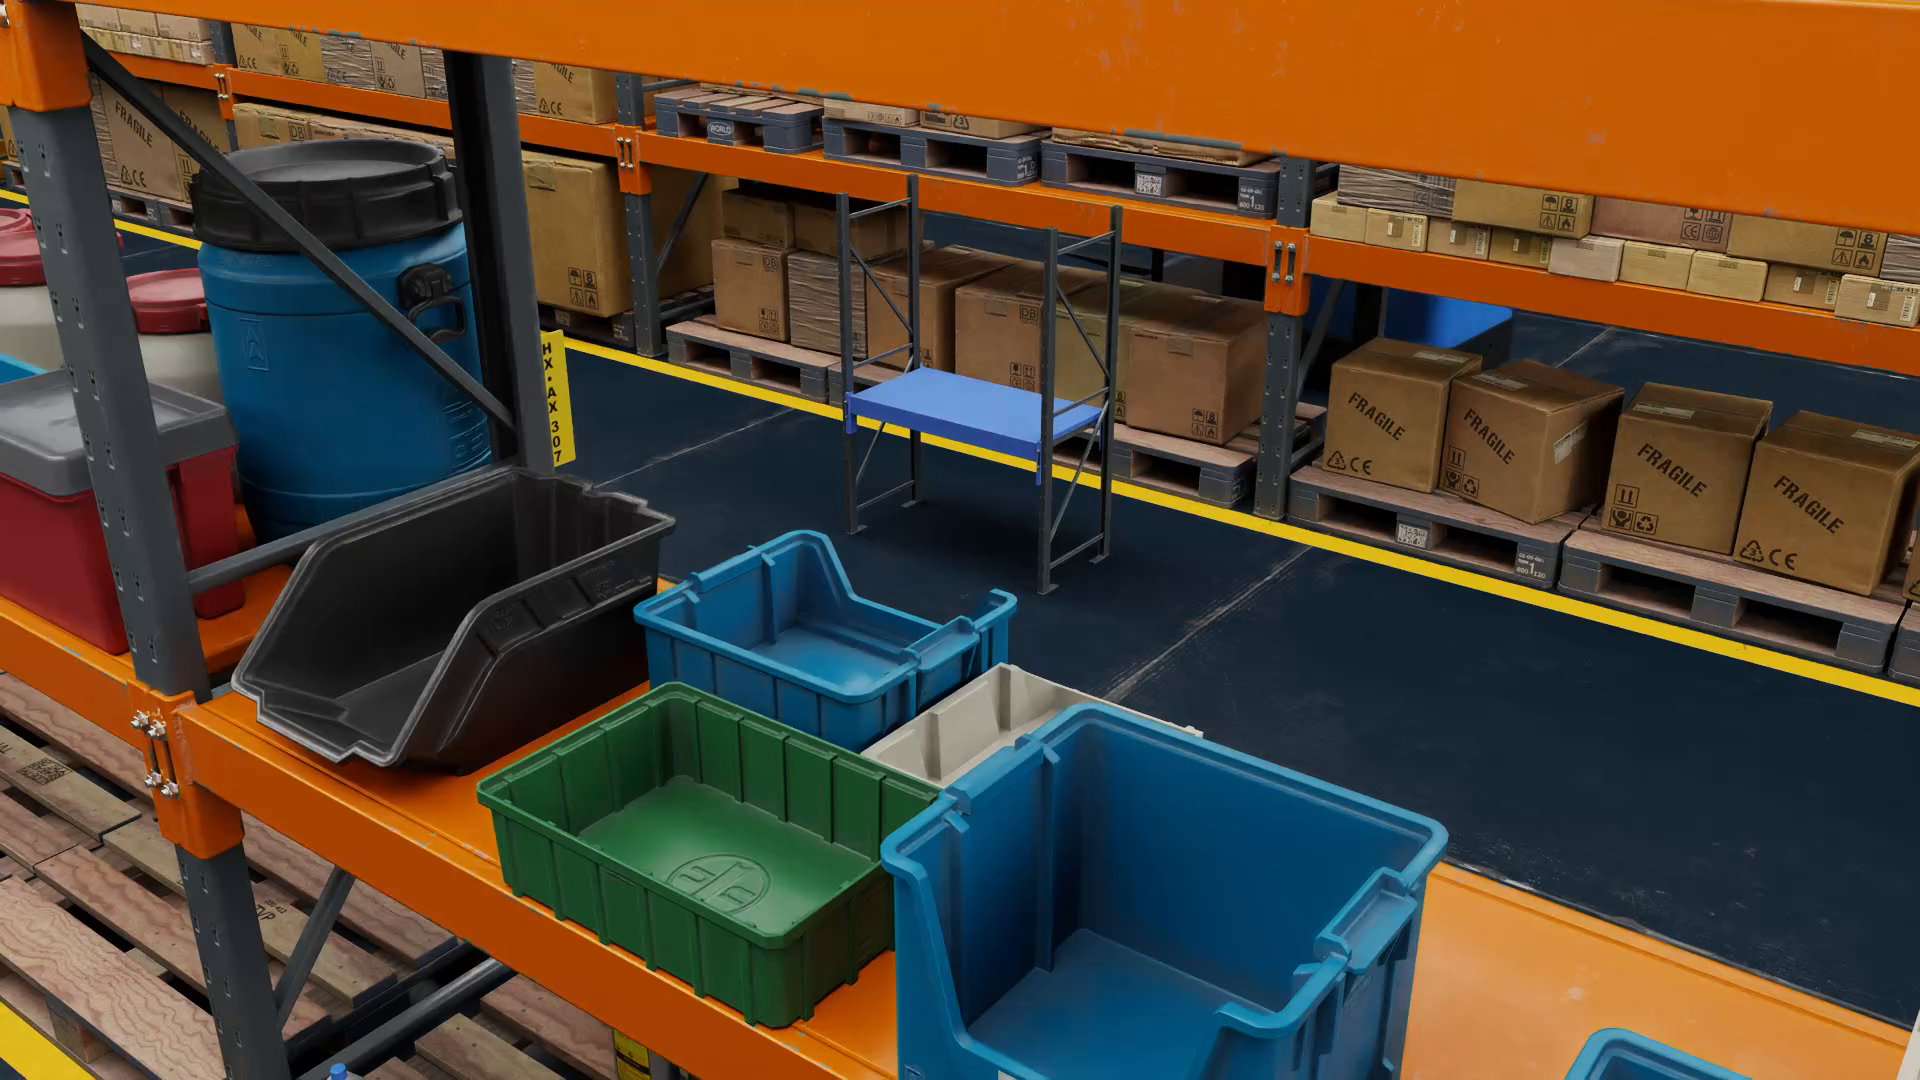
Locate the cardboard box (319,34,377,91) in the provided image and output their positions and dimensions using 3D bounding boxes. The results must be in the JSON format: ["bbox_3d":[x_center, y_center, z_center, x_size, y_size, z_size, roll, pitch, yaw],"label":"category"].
[{"bbox_3d":[-3.713,-3.172,10.605,0.500,0.500,0.500,16,28,32],"label":"cardboard box"}]

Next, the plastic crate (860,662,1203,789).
[{"bbox_3d":[0.148,0.403,2.941,0.437,0.136,0.530,17,29,33],"label":"plastic crate"}]

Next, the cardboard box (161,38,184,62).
[{"bbox_3d":[-5.381,-3.476,11.731,0.250,0.149,0.380,17,29,34],"label":"cardboard box"}]

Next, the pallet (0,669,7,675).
[{"bbox_3d":[-3.908,0.481,5.898,1.213,0.211,1.003,17,29,33],"label":"pallet"}]

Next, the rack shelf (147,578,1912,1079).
[{"bbox_3d":[0.297,0.785,2.641,4.000,0.370,1.077,17,29,33],"label":"rack shelf"}]

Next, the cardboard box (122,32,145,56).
[{"bbox_3d":[-5.792,-3.600,12.013,0.250,0.149,0.380,17,29,34],"label":"cardboard box"}]

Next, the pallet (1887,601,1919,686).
[{"bbox_3d":[4.178,0.391,6.101,1.213,0.211,1.003,17,29,33],"label":"pallet"}]

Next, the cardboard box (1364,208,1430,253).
[{"bbox_3d":[1.851,-1.297,6.786,0.250,0.149,0.380,17,29,33],"label":"cardboard box"}]

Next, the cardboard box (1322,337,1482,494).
[{"bbox_3d":[1.963,-0.565,7.391,0.500,0.500,0.500,16,28,32],"label":"cardboard box"}]

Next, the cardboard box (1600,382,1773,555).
[{"bbox_3d":[2.970,-0.304,6.799,0.500,0.500,0.500,14,27,29],"label":"cardboard box"}]

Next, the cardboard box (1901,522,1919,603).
[{"bbox_3d":[3.879,0.003,6.102,0.500,0.500,0.500,-17,29,-34],"label":"cardboard box"}]

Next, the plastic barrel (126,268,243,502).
[{"bbox_3d":[-1.937,-0.392,4.252,0.433,0.535,0.433,0,24,0],"label":"plastic barrel"}]

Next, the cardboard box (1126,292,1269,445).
[{"bbox_3d":[1.189,-0.839,7.989,0.500,0.500,0.700,14,28,29],"label":"cardboard box"}]

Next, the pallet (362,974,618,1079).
[{"bbox_3d":[-0.791,1.424,3.757,1.213,0.211,1.003,17,29,33],"label":"pallet"}]

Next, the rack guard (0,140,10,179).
[{"bbox_3d":[-7.954,-3.390,14.324,0.348,0.500,1.175,17,29,33],"label":"rack guard"}]

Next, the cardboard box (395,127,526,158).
[{"bbox_3d":[-2.782,-2.205,10.648,0.875,0.875,1.225,17,29,33],"label":"cardboard box"}]

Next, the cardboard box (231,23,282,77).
[{"bbox_3d":[-4.516,-3.415,11.155,0.500,0.500,0.500,17,29,33],"label":"cardboard box"}]

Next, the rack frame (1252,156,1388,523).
[{"bbox_3d":[1.667,-1.626,7.220,0.127,3.000,1.000,17,29,33],"label":"rack frame"}]

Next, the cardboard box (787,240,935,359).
[{"bbox_3d":[-0.534,-1.365,9.183,0.500,0.500,0.700,14,27,29],"label":"cardboard box"}]

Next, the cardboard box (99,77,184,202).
[{"bbox_3d":[-5.935,-3.184,12.870,0.875,0.875,0.875,17,29,33],"label":"cardboard box"}]

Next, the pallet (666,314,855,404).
[{"bbox_3d":[-0.909,-1.128,9.548,1.213,0.211,1.003,17,29,33],"label":"pallet"}]

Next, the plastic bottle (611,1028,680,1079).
[{"bbox_3d":[-0.702,1.092,3.791,0.185,0.351,0.144,17,29,33],"label":"plastic bottle"}]

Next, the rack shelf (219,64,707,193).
[{"bbox_3d":[-3.134,-2.748,10.659,4.000,0.370,1.077,17,29,33],"label":"rack shelf"}]

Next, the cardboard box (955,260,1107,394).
[{"bbox_3d":[0.370,-1.096,8.571,0.500,0.500,0.700,14,27,29],"label":"cardboard box"}]

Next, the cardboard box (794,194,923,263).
[{"bbox_3d":[-0.549,-1.717,9.050,0.500,0.250,0.500,21,31,39],"label":"cardboard box"}]

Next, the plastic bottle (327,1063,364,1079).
[{"bbox_3d":[-1.311,1.238,3.559,0.097,0.271,0.097,0,24,0],"label":"plastic bottle"}]

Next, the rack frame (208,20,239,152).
[{"bbox_3d":[-4.734,-3.561,11.611,0.127,3.000,1.000,17,29,33],"label":"rack frame"}]

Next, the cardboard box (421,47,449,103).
[{"bbox_3d":[-2.890,-2.926,10.046,0.500,0.500,0.500,16,28,32],"label":"cardboard box"}]

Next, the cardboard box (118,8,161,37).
[{"bbox_3d":[-5.661,-3.775,11.914,0.500,0.250,0.500,18,29,35],"label":"cardboard box"}]

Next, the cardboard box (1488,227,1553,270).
[{"bbox_3d":[2.273,-1.189,6.539,0.250,0.149,0.380,17,29,33],"label":"cardboard box"}]

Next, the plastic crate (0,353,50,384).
[{"bbox_3d":[-2.373,-0.187,3.974,0.575,0.384,0.392,17,29,33],"label":"plastic crate"}]

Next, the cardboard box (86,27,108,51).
[{"bbox_3d":[-6.203,-3.724,12.294,0.250,0.149,0.380,16,29,32],"label":"cardboard box"}]

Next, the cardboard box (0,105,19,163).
[{"bbox_3d":[-7.375,-3.619,13.858,0.875,0.875,0.875,17,29,33],"label":"cardboard box"}]

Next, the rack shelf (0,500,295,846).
[{"bbox_3d":[-2.904,-0.183,4.836,4.000,0.370,1.077,17,29,33],"label":"rack shelf"}]

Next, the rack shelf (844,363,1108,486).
[{"bbox_3d":[0.068,-0.501,6.973,1.000,0.185,0.538,17,29,33],"label":"rack shelf"}]

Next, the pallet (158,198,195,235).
[{"bbox_3d":[-5.296,-2.494,12.648,1.213,0.211,1.003,17,29,33],"label":"pallet"}]

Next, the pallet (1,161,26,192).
[{"bbox_3d":[-7.248,-3.084,13.987,1.213,0.211,1.003,17,29,33],"label":"pallet"}]

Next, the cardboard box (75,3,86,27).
[{"bbox_3d":[-6.472,-4.022,12.474,0.500,0.250,0.500,16,28,32],"label":"cardboard box"}]

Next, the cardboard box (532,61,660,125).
[{"bbox_3d":[-2.077,-2.679,9.485,0.500,0.500,0.500,18,29,35],"label":"cardboard box"}]

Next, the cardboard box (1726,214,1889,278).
[{"bbox_3d":[3.205,-1.324,6.043,0.500,0.500,0.875,17,29,33],"label":"cardboard box"}]

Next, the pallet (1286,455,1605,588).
[{"bbox_3d":[2.226,-0.199,7.440,1.213,0.211,1.003,17,29,33],"label":"pallet"}]

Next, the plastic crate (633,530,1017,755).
[{"bbox_3d":[-0.255,0.220,3.215,0.616,0.251,0.499,17,29,33],"label":"plastic crate"}]

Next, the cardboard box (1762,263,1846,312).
[{"bbox_3d":[3.094,-0.958,6.015,0.250,0.149,0.380,17,29,33],"label":"cardboard box"}]

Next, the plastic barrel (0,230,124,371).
[{"bbox_3d":[-2.524,-0.570,4.655,0.433,0.535,0.433,0,24,0],"label":"plastic barrel"}]

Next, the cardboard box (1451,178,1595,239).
[{"bbox_3d":[2.369,-1.547,6.548,0.500,0.500,0.875,17,29,33],"label":"cardboard box"}]

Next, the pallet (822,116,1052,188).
[{"bbox_3d":[0.075,-2.040,8.398,1.213,0.211,1.003,17,29,33],"label":"pallet"}]

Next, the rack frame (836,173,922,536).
[{"bbox_3d":[-0.339,-0.789,7.180,0.032,1.500,0.500,17,29,33],"label":"rack frame"}]

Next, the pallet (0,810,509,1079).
[{"bbox_3d":[-1.955,1.071,4.558,1.213,0.211,1.003,17,29,33],"label":"pallet"}]

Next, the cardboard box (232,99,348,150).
[{"bbox_3d":[-4.210,-2.632,11.618,0.875,0.875,1.225,17,29,33],"label":"cardboard box"}]

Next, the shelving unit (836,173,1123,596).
[{"bbox_3d":[0.068,-0.666,6.901,1.048,1.500,0.538,17,29,33],"label":"shelving unit"}]

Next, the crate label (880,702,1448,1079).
[{"bbox_3d":[0.262,0.565,2.203,0.616,0.435,0.502,17,29,33],"label":"crate label"}]

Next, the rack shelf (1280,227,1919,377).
[{"bbox_3d":[3.268,-0.813,6.268,4.000,0.370,1.077,17,29,33],"label":"rack shelf"}]

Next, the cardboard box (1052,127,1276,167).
[{"bbox_3d":[1.115,-2.330,7.553,1.000,1.000,1.000,17,29,34],"label":"cardboard box"}]

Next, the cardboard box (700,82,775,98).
[{"bbox_3d":[-1.078,-2.714,9.044,0.500,0.500,0.500,13,27,27],"label":"cardboard box"}]

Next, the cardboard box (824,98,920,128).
[{"bbox_3d":[-0.330,-2.237,8.273,0.500,0.250,0.500,16,28,32],"label":"cardboard box"}]

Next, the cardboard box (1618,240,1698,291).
[{"bbox_3d":[2.674,-1.068,6.265,0.250,0.149,0.380,17,29,33],"label":"cardboard box"}]

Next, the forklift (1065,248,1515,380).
[{"bbox_3d":[1.667,-2.562,9.430,3.031,2.935,1.130,19,30,36],"label":"forklift"}]
